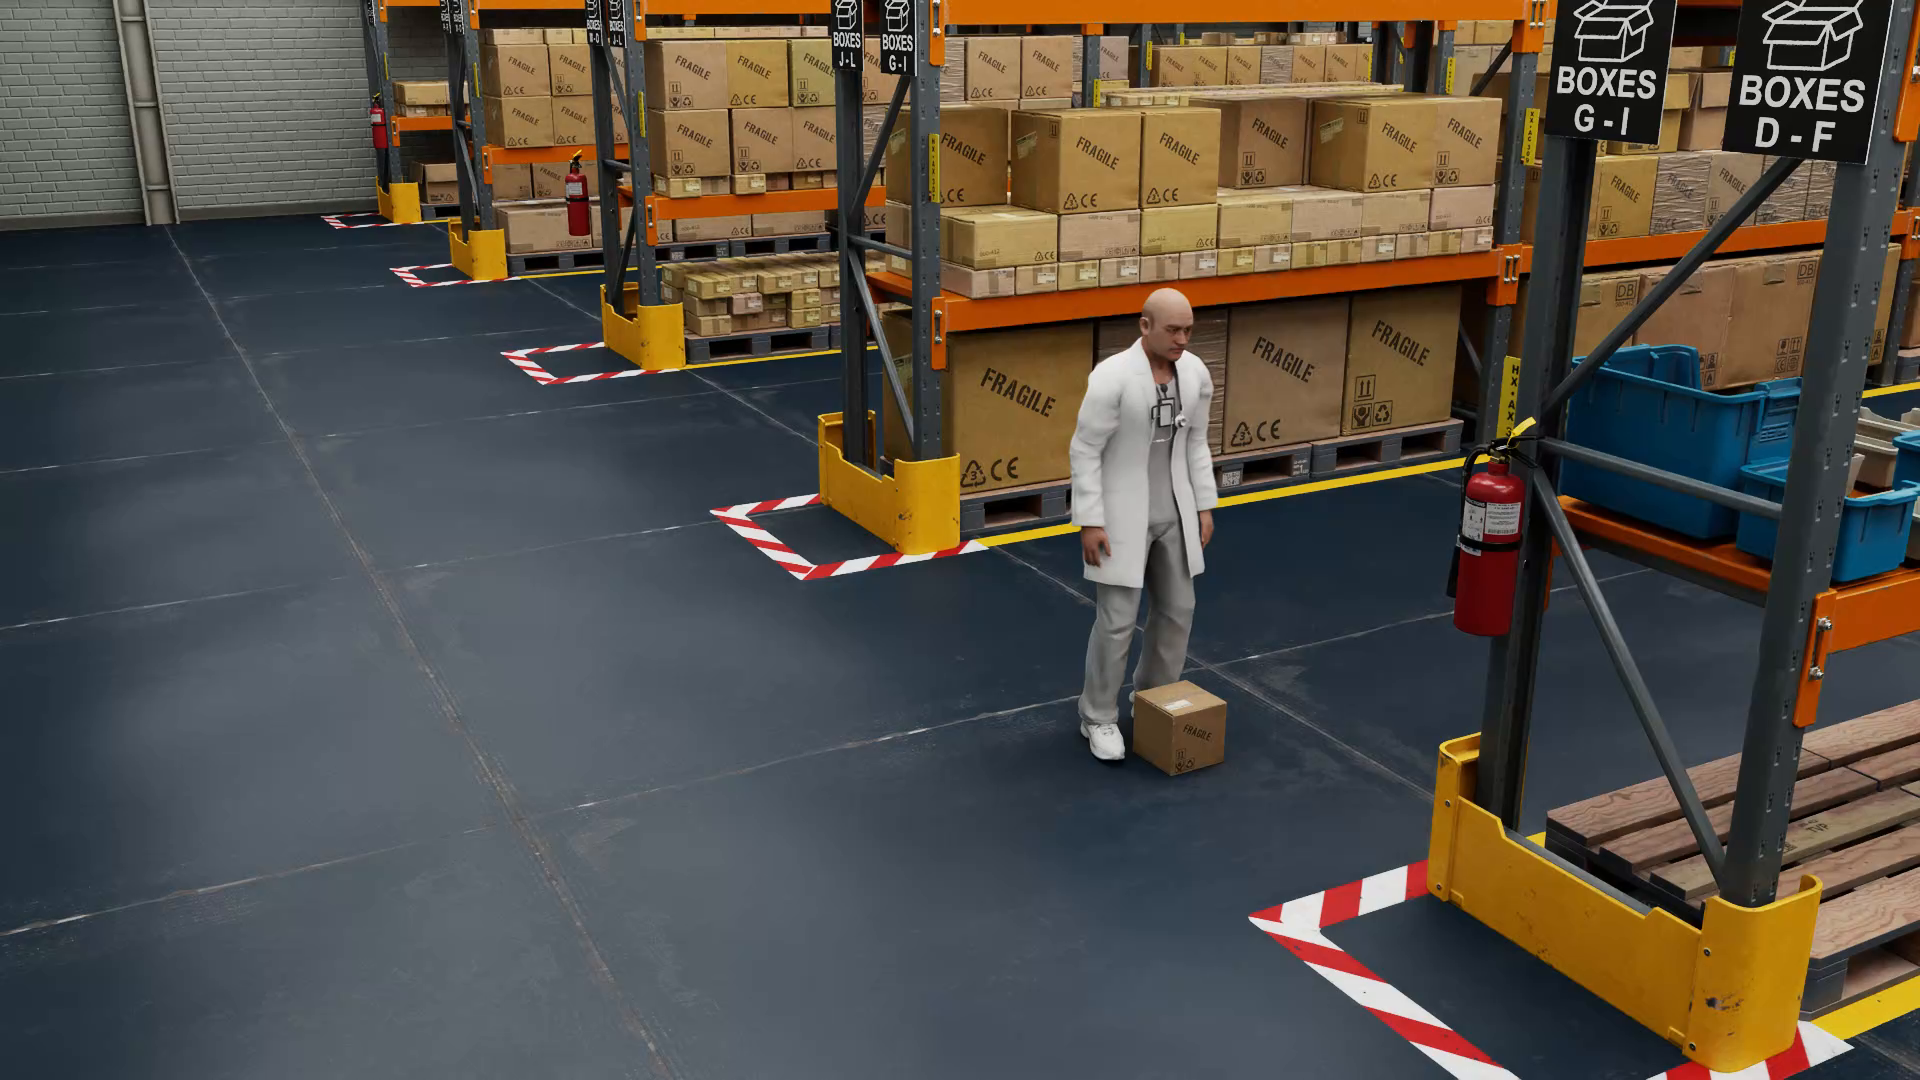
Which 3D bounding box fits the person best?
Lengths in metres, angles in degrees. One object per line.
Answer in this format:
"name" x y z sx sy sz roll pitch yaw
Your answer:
"person" 0.707 -0.076 6.315 0.640 1.773 0.426 -10 21 -27
